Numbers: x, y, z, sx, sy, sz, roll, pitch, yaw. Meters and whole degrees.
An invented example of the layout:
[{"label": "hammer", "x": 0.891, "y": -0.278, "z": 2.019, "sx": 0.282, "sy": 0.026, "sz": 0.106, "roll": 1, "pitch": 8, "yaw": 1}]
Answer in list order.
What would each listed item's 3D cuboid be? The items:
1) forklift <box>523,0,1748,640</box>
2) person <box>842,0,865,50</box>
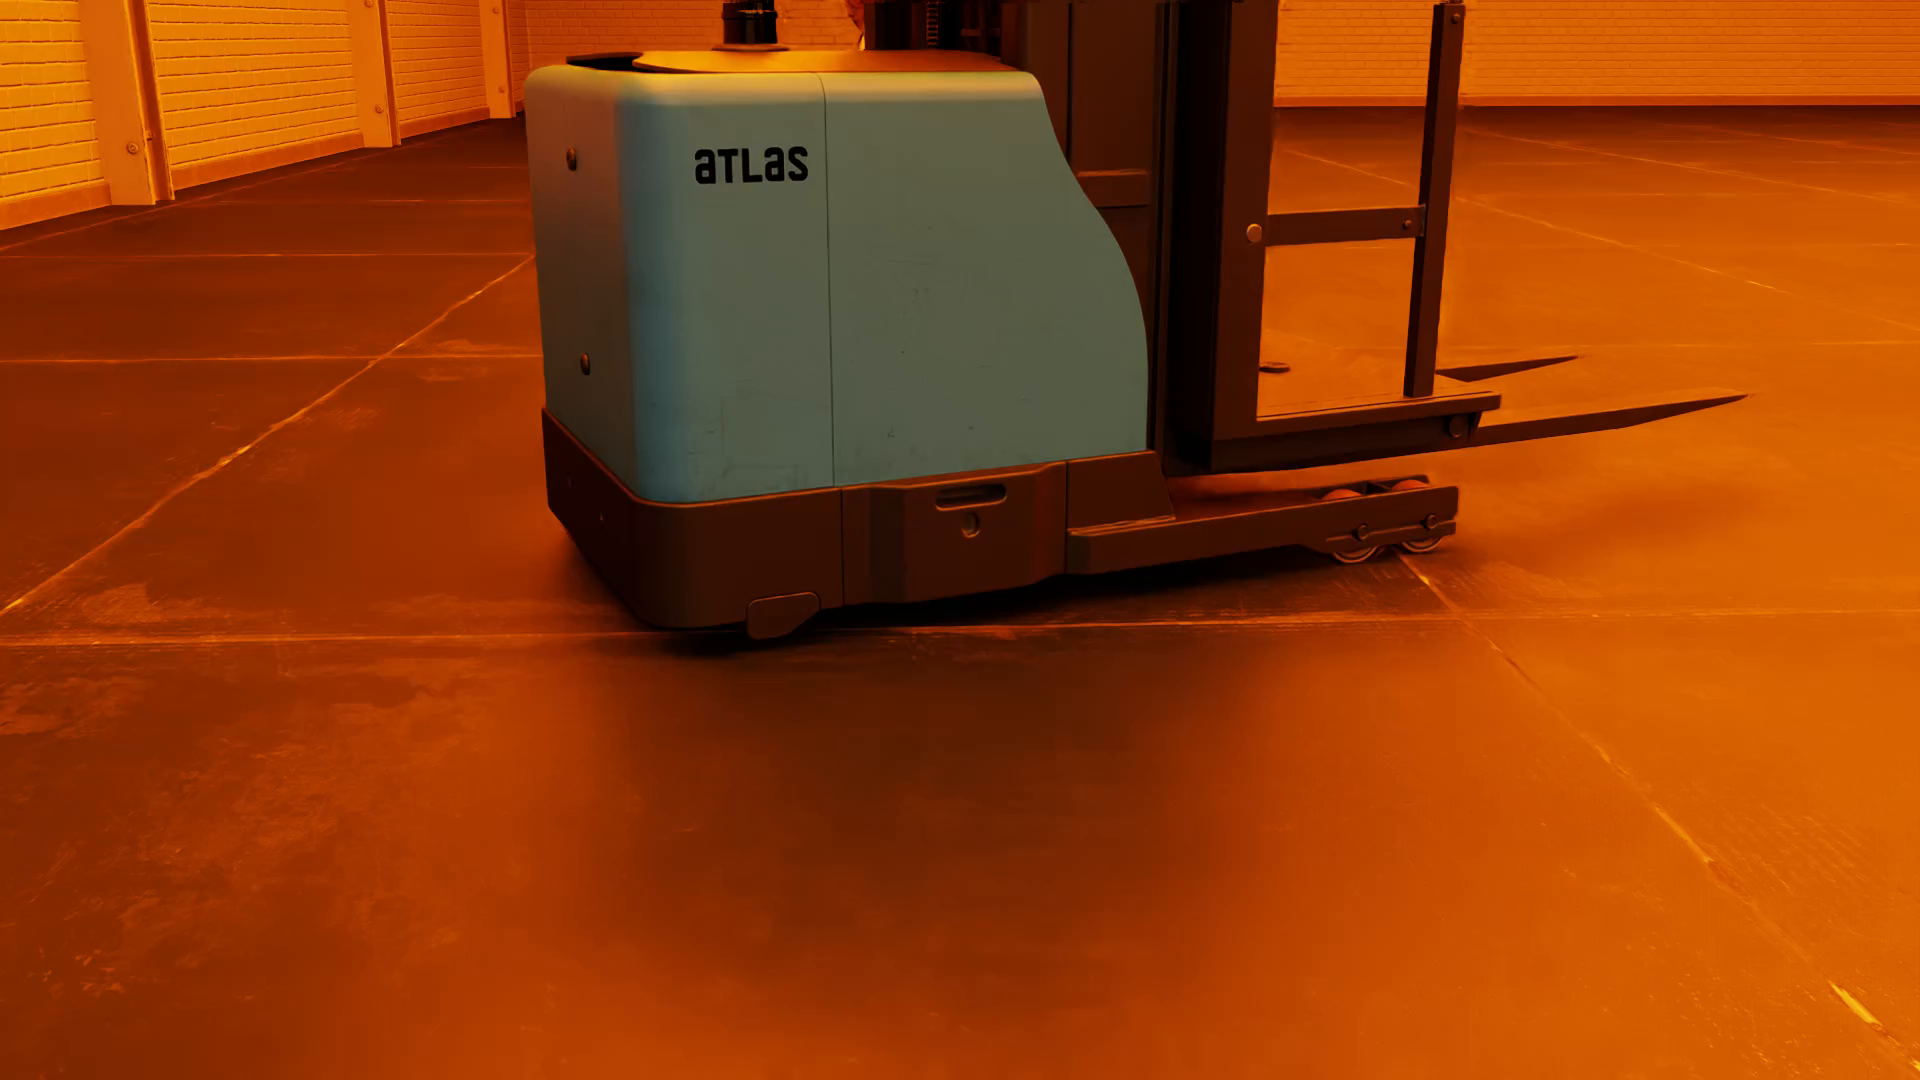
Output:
[{"label": "forklift", "x": 0.585, "y": -1.480, "z": 3.747, "sx": 3.031, "sy": 2.935, "sz": 1.130, "roll": -8, "pitch": 19, "yaw": -24}, {"label": "person", "x": -0.157, "y": -1.258, "z": 5.706, "sx": 0.692, "sy": 1.395, "sz": 0.587, "roll": -10, "pitch": 20, "yaw": -29}]
